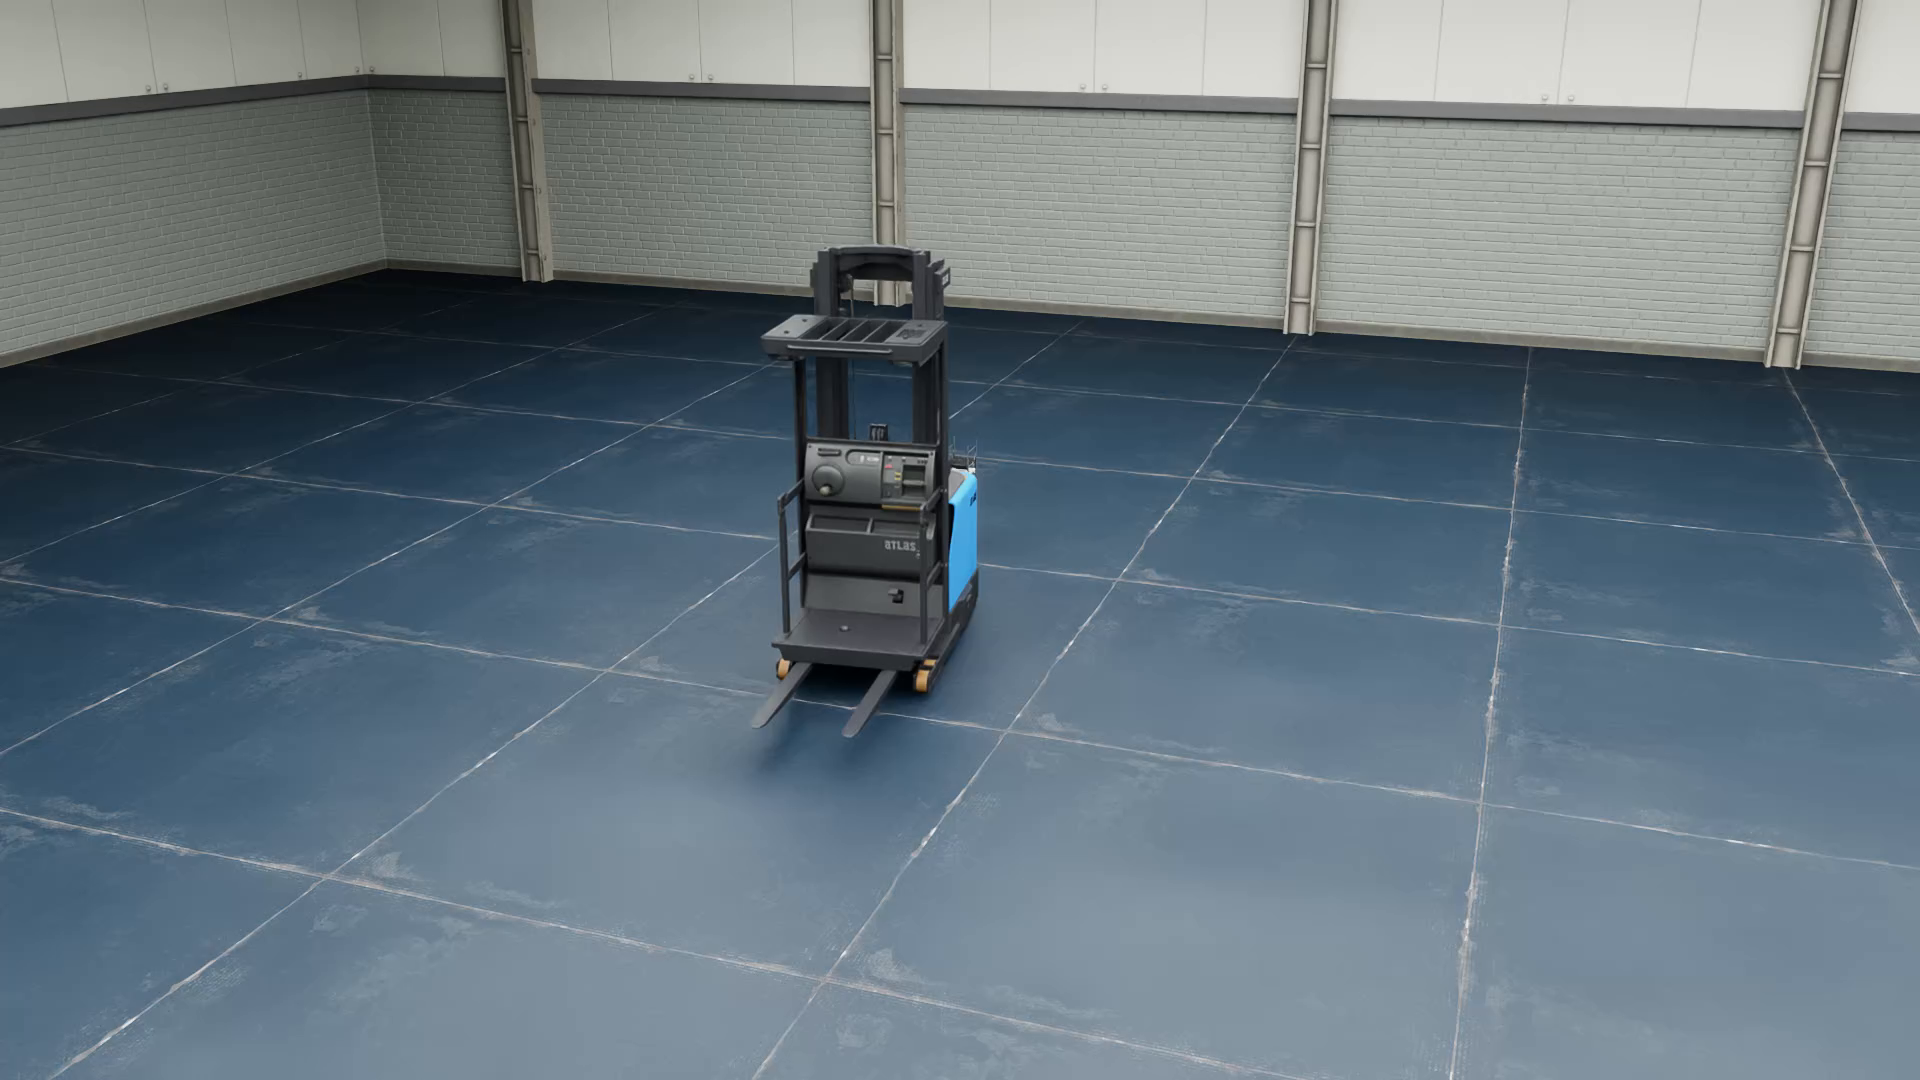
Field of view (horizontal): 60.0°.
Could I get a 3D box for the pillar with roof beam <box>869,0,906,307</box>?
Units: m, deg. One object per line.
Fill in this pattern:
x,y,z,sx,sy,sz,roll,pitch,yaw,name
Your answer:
-2.446,-6.396,19.255,0.400,9.000,9.100,7,20,18,pillar with roof beam

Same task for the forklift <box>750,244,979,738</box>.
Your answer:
-0.674,-0.454,11.425,1.130,2.935,3.031,4,20,12,forklift

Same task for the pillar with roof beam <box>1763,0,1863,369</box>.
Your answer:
8.890,-5.100,15.536,0.400,9.000,9.100,7,20,18,pillar with roof beam

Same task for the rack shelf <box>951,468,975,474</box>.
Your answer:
0.008,-0.563,14.377,0.200,0.077,0.258,7,20,18,rack shelf

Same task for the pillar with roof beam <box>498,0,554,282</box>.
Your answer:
-8.113,-7.044,21.114,0.400,9.000,9.100,7,20,18,pillar with roof beam

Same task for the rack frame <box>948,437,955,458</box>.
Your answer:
-0.088,-0.435,14.457,0.006,0.900,0.240,7,20,18,rack frame

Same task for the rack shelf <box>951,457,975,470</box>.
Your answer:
0.008,-0.648,14.348,0.200,0.077,0.258,7,20,18,rack shelf

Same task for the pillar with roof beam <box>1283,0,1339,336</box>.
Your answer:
3.222,-5.748,17.395,0.400,9.000,9.100,7,20,18,pillar with roof beam

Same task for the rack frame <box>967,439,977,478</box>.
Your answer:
0.104,-0.413,14.394,0.006,0.900,0.240,7,20,18,rack frame

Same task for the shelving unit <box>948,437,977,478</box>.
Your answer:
0.008,-0.424,14.426,0.210,0.900,0.258,7,20,18,shelving unit
